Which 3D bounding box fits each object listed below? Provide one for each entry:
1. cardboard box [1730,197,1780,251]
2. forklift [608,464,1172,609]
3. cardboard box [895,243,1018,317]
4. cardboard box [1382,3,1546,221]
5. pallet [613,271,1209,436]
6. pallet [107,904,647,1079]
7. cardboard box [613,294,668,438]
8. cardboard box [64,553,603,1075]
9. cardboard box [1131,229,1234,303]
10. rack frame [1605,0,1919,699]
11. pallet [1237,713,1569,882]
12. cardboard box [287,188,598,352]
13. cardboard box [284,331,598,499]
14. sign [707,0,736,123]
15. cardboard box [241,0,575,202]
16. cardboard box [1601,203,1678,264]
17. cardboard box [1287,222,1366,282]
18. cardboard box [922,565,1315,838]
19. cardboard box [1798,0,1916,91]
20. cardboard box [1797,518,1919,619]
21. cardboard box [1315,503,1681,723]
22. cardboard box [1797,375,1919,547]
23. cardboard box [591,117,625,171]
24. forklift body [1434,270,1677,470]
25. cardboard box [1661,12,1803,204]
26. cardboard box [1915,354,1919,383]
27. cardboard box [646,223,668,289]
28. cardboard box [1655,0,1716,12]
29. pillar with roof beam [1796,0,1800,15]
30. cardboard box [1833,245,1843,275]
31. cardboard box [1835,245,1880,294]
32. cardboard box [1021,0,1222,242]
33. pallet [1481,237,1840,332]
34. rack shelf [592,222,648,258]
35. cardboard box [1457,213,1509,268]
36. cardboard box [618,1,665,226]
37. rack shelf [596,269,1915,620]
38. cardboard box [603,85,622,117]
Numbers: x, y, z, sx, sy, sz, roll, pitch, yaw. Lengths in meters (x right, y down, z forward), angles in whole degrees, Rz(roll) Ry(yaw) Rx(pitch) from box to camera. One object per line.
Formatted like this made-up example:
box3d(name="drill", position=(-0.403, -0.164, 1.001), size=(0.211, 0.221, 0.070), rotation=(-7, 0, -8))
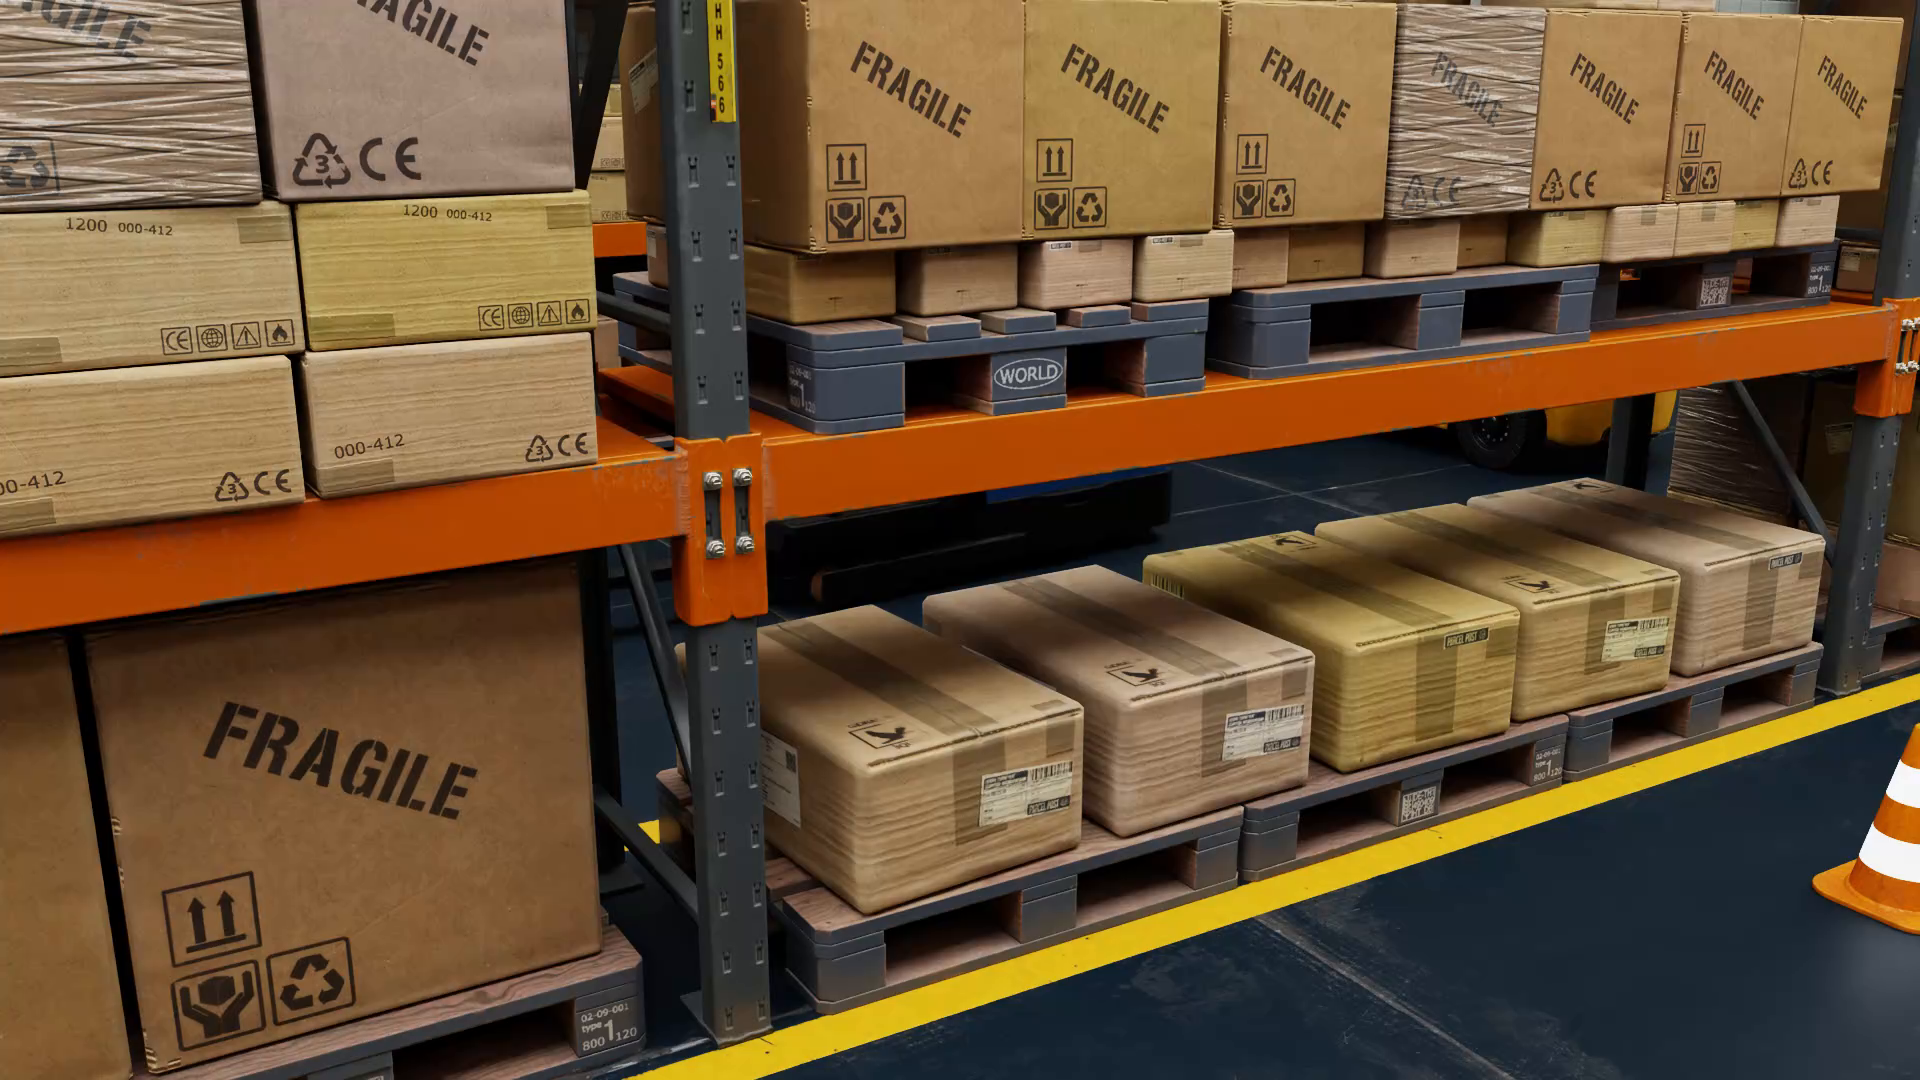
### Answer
box3d(name="cardboard box", position=(2.179, -0.952, 4.938), size=(0.250, 0.149, 0.380), rotation=(-10, 18, -31))
box3d(name="forklift", position=(-0.552, -1.306, 6.639), size=(3.031, 2.935, 1.130), rotation=(-11, 19, -34))
box3d(name="cardboard box", position=(-0.082, -0.598, 3.674), size=(0.250, 0.149, 0.380), rotation=(-11, 19, -33))
box3d(name="cardboard box", position=(1.116, -1.103, 4.273), size=(0.500, 0.500, 0.500), rotation=(-10, 19, -32))
box3d(name="pallet", position=(-0.160, -0.515, 4.043), size=(1.003, 0.211, 1.213), rotation=(-9, 18, -30))
box3d(name="pallet", position=(-1.431, 0.952, 3.624), size=(1.213, 0.211, 1.003), rotation=(-9, 18, -30))
box3d(name="cardboard box", position=(-1.601, -0.960, 8.898), size=(0.625, 0.625, 0.875), rotation=(-10, 19, -32))
box3d(name="cardboard box", position=(-1.351, 0.414, 3.532), size=(0.875, 0.875, 0.875), rotation=(-9, 18, -30))
box3d(name="cardboard box", position=(0.423, -0.659, 3.891), size=(0.250, 0.149, 0.380), rotation=(-9, 18, -29))
box3d(name="rack frame", position=(2.713, -1.039, 5.560), size=(0.127, 3.000, 1.000), rotation=(-9, 18, -30))
box3d(name="pallet", position=(0.999, 0.583, 4.940), size=(1.213, 0.211, 1.003), rotation=(-9, 18, -30))
box3d(name="cardboard box", position=(-1.000, -0.526, 3.079), size=(0.500, 0.250, 0.500), rotation=(-9, 18, -30))
box3d(name="cardboard box", position=(-1.016, -0.281, 3.131), size=(0.500, 0.250, 0.500), rotation=(-10, 18, -32))
box3d(name="sign", position=(-0.427, -0.913, 2.963), size=(0.005, 0.325, 0.100), rotation=(-9, 18, -30))
box3d(name="cardboard box", position=(-1.024, -0.880, 2.955), size=(0.500, 0.500, 0.500), rotation=(-10, 18, -31))
box3d(name="cardboard box", position=(1.760, -0.872, 4.651), size=(0.250, 0.149, 0.380), rotation=(-9, 18, -29))
box3d(name="cardboard box", position=(0.811, -0.759, 4.247), size=(0.250, 0.149, 0.380), rotation=(-8, 18, -28))
box3d(name="cardboard box", position=(0.402, 0.399, 4.519), size=(0.625, 0.372, 0.950), rotation=(-10, 18, -31))
box3d(name="cardboard box", position=(3.202, -1.723, 5.410), size=(0.500, 0.500, 0.700), rotation=(-9, 18, -30))
box3d(name="cardboard box", position=(3.358, 0.063, 5.944), size=(0.500, 0.250, 0.500), rotation=(-10, 19, -32))
box3d(name="cardboard box", position=(1.650, 0.198, 5.236), size=(0.625, 0.372, 0.950), rotation=(-8, 18, -26))
box3d(name="cardboard box", position=(3.358, -0.298, 5.843), size=(0.500, 0.500, 0.500), rotation=(-8, 18, -27))
box3d(name="cardboard box", position=(-1.882, -1.943, 8.134), size=(0.500, 0.250, 0.500), rotation=(-10, 18, -31))
box3d(name="forklift body", position=(2.896, -1.649, 9.307), size=(1.214, 2.155, 2.313), rotation=(-9, 18, -30))
box3d(name="cardboard box", position=(2.011, -1.246, 4.784), size=(0.500, 0.500, 0.500), rotation=(-9, 18, -29))
box3d(name="cardboard box", position=(3.496, -0.614, 5.768), size=(0.250, 0.149, 0.380), rotation=(-9, 18, -29))
box3d(name="cardboard box", position=(-0.556, -0.664, 3.910), size=(0.250, 0.149, 0.380), rotation=(-8, 18, -28))
box3d(name="cardboard box", position=(1.849, -1.530, 4.594), size=(0.250, 0.149, 0.380), rotation=(-10, 18, -31))
box3d(name="pillar with roof beam", position=(9.881, -5.582, 10.649), size=(0.400, 9.000, 9.100), rotation=(-9, 18, -30))
box3d(name="cardboard box", position=(3.042, -1.070, 6.134), size=(0.250, 0.149, 0.380), rotation=(-9, 18, -28))
box3d(name="cardboard box", position=(3.148, -0.888, 5.485), size=(0.250, 0.149, 0.380), rotation=(-9, 18, -30))
box3d(name="cardboard box", position=(0.232, -0.960, 3.762), size=(0.500, 0.500, 0.500), rotation=(-8, 18, -27))
box3d(name="pallet", position=(1.983, -0.874, 5.327), size=(1.213, 0.211, 1.003), rotation=(-9, 18, -30))
box3d(name="rack shelf", position=(-1.561, -1.563, 8.760), size=(4.000, 0.370, 1.077), rotation=(-9, 18, -30))
box3d(name="cardboard box", position=(1.253, -0.834, 4.514), size=(0.250, 0.149, 0.380), rotation=(-10, 18, -32))
box3d(name="cardboard box", position=(-0.469, -1.004, 3.921), size=(0.500, 0.500, 0.500), rotation=(-10, 18, -31))
box3d(name="rack shelf", position=(0.998, -0.415, 4.665), size=(4.000, 0.370, 1.077), rotation=(-9, 18, -30))
box3d(name="cardboard box", position=(-1.750, -2.150, 8.134), size=(0.250, 0.149, 0.380), rotation=(-9, 18, -29))
